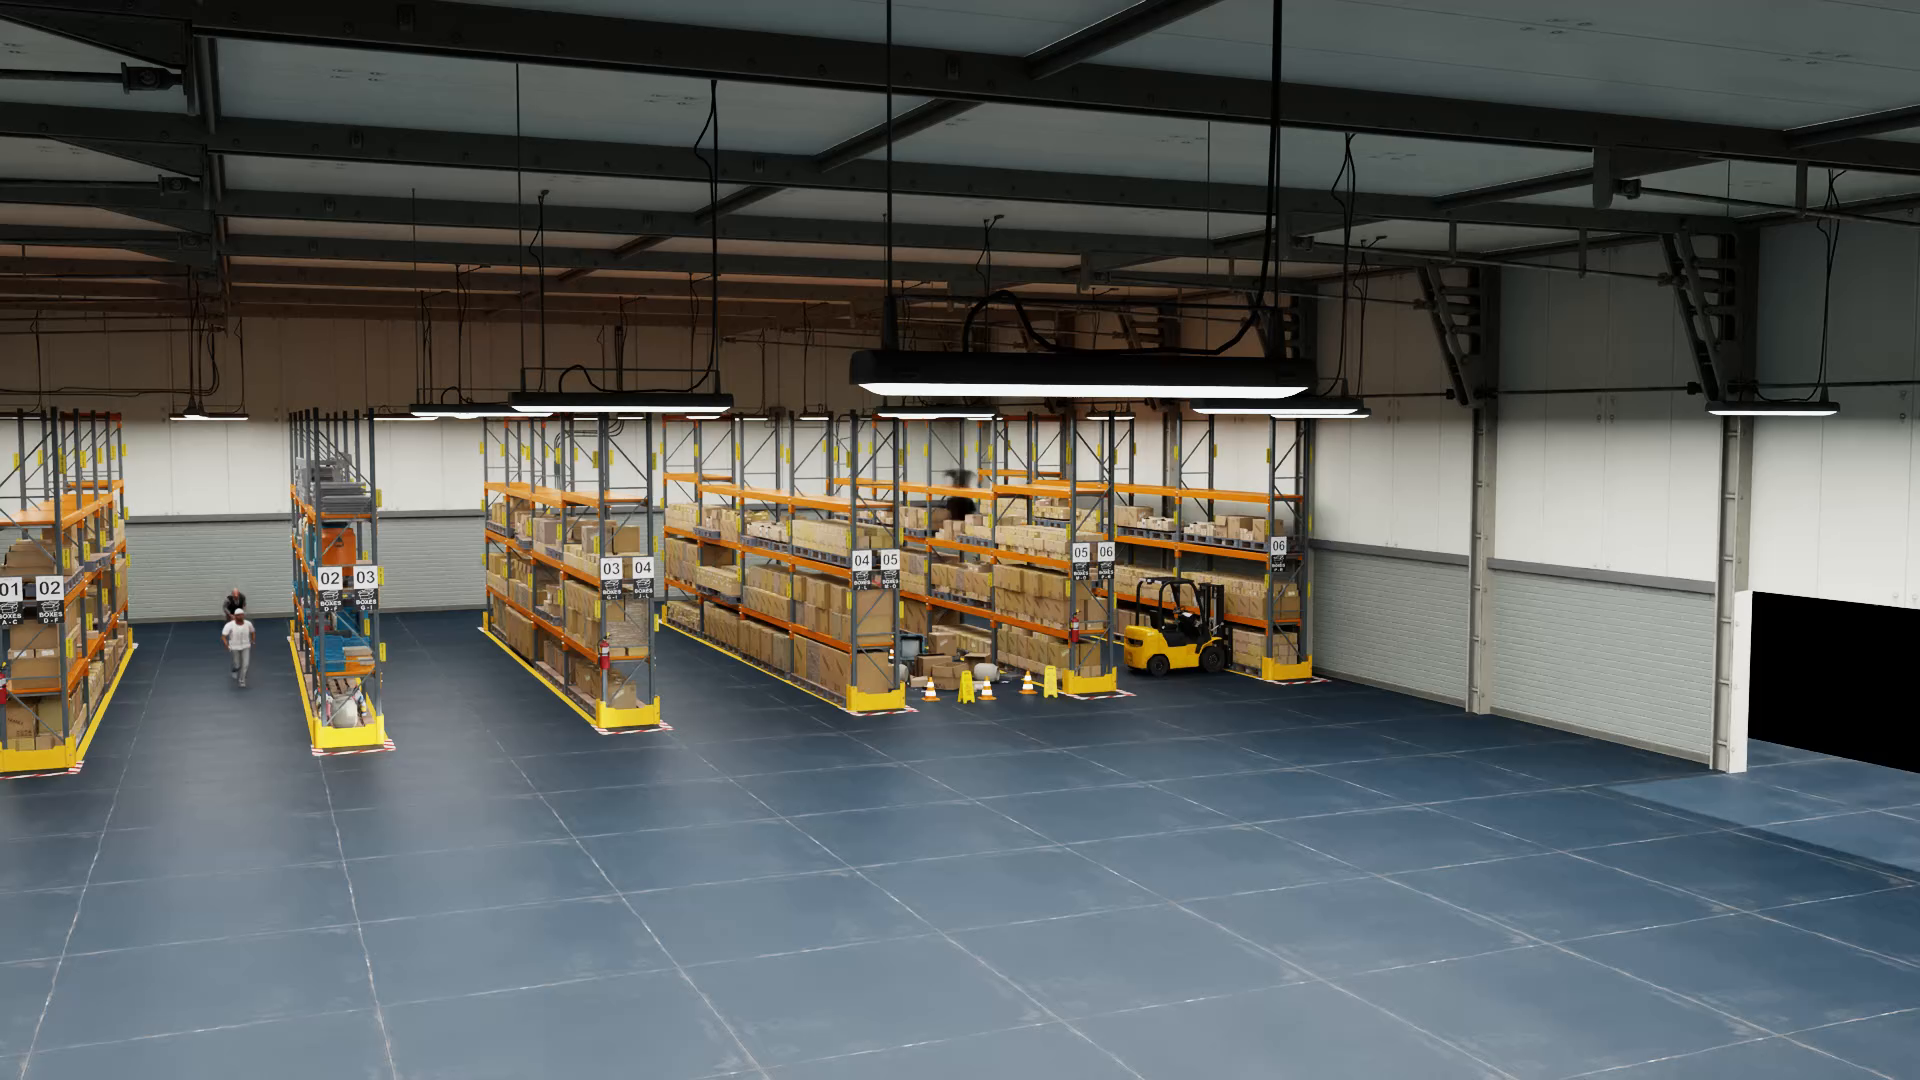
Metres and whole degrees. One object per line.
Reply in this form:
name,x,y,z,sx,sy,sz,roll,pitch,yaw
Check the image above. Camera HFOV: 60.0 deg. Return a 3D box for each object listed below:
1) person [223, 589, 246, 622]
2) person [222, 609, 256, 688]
person,-18.863,1.966,43.288,0.883,1.477,0.734,3,5,39
person,-15.678,2.338,36.181,0.708,1.719,0.712,-3,5,-35
